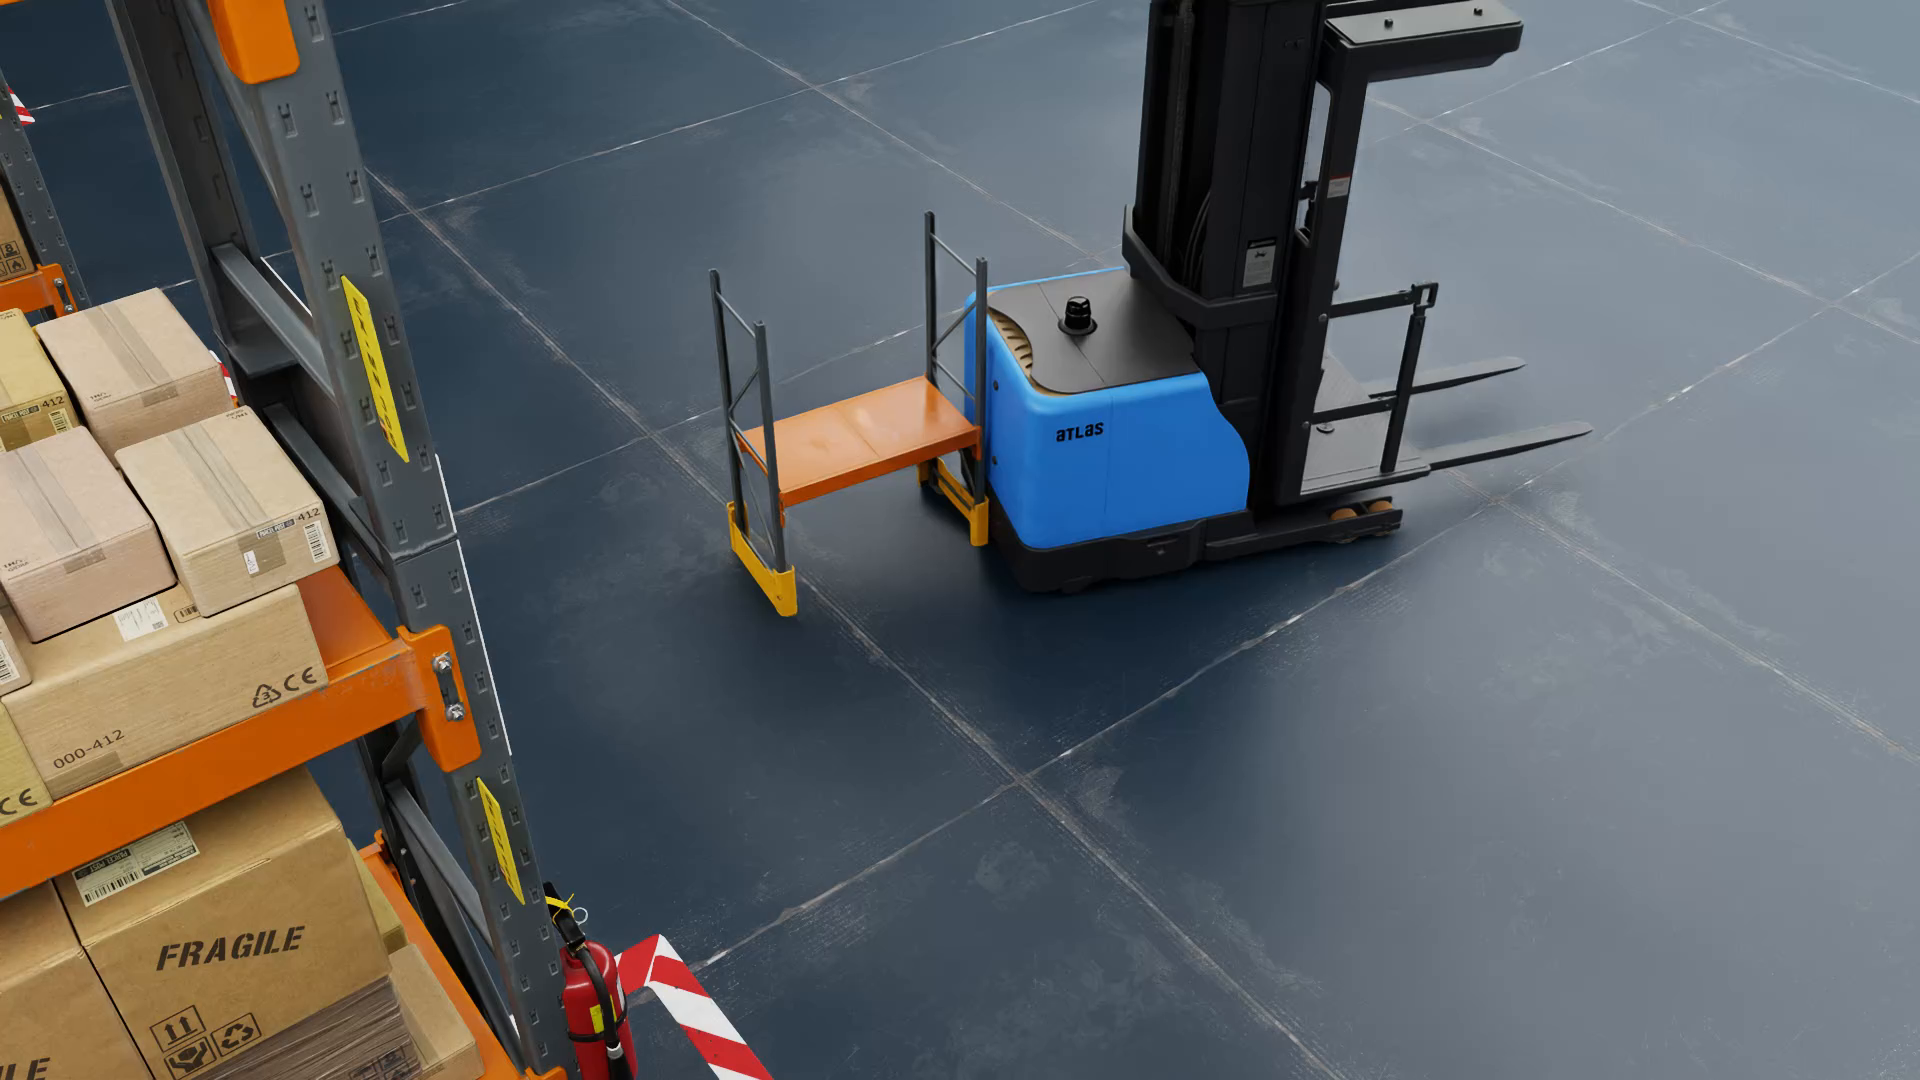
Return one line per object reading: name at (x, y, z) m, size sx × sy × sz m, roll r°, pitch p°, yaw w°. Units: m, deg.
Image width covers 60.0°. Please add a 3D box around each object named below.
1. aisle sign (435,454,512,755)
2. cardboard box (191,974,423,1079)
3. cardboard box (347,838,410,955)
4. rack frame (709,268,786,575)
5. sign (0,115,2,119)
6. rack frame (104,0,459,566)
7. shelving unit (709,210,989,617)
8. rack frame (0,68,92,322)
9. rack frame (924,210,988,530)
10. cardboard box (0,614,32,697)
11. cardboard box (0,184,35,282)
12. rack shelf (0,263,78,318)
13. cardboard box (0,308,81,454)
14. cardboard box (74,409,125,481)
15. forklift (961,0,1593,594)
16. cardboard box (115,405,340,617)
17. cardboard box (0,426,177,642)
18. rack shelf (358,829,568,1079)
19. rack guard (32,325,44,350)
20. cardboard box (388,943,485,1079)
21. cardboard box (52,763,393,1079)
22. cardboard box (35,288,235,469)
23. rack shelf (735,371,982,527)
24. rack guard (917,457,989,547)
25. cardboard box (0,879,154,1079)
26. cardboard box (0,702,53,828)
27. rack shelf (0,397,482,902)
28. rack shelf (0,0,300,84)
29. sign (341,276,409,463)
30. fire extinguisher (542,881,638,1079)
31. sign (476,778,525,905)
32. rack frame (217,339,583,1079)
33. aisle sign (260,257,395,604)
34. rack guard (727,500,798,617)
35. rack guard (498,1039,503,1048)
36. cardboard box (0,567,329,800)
aisle sign at (-1.074, 0.053, 3.404) m, size 0.004 × 0.787 × 0.394 m, roll -26°, pitch 46°, yaw -28°
cardboard box at (-1.759, 0.977, 4.014) m, size 0.500 × 0.500 × 0.875 m, roll -26°, pitch 46°, yaw -28°
cardboard box at (-1.677, 1.019, 4.474) m, size 0.250 × 0.149 × 0.380 m, roll -26°, pitch 46°, yaw -28°
rack frame at (-0.905, -0.404, 7.194) m, size 0.032 × 1.500 × 0.500 m, roll -20°, pitch 43°, yaw -22°
sign at (-3.929, -1.863, 6.689) m, size 0.005 × 0.325 × 0.100 m, roll -26°, pitch 46°, yaw -28°
rack frame at (-1.306, -1.388, 2.480) m, size 0.127 × 3.000 × 1.000 m, roll -26°, pitch 46°, yaw -28°
shelving unit at (-0.470, -0.560, 7.384) m, size 1.083 × 1.500 × 0.587 m, roll -20°, pitch 43°, yaw -22°
rack frame at (-4.248, -1.602, 7.471) m, size 0.127 × 3.000 × 1.000 m, roll -26°, pitch 46°, yaw -28°
rack frame at (-0.020, -0.722, 7.581) m, size 0.032 × 1.500 × 0.500 m, roll -20°, pitch 43°, yaw -22°
cardboard box at (-1.764, 0.142, 2.784) m, size 0.250 × 0.149 × 0.380 m, roll -28°, pitch 47°, yaw -30°
cardboard box at (-4.515, -1.494, 7.221) m, size 0.550 × 0.550 × 0.875 m, roll -26°, pitch 46°, yaw -28°
rack shelf at (-5.834, -0.551, 6.757) m, size 4.000 × 0.370 × 1.077 m, roll -26°, pitch 46°, yaw -28°
cardboard box at (-1.930, -0.283, 3.302) m, size 0.250 × 0.149 × 0.380 m, roll -25°, pitch 45°, yaw -27°
cardboard box at (-1.846, -0.114, 3.411) m, size 0.500 × 0.250 × 0.500 m, roll -25°, pitch 45°, yaw -27°
forklift at (1.581, -1.426, 7.311) m, size 3.031 × 2.935 × 1.130 m, roll -11°, pitch 41°, yaw -13°
cardboard box at (-1.336, -0.060, 3.030) m, size 0.250 × 0.149 × 0.380 m, roll -26°, pitch 46°, yaw -28°
cardboard box at (-1.614, -0.018, 2.980) m, size 0.250 × 0.149 × 0.380 m, roll -28°, pitch 47°, yaw -29°
rack shelf at (-2.892, 1.983, 3.669) m, size 4.000 × 0.370 × 1.077 m, roll -26°, pitch 46°, yaw -28°
rack guard at (-4.229, -0.645, 8.275) m, size 0.348 × 0.500 × 1.175 m, roll -26°, pitch 46°, yaw -28°
cardboard box at (-1.406, 1.243, 4.202) m, size 0.250 × 0.149 × 0.380 m, roll -26°, pitch 46°, yaw -28°
cardboard box at (-1.592, 0.728, 3.529) m, size 0.500 × 0.500 × 0.500 m, roll -26°, pitch 46°, yaw -28°
cardboard box at (-1.665, -0.334, 3.365) m, size 0.250 × 0.149 × 0.380 m, roll -26°, pitch 46°, yaw -28°
rack shelf at (-0.462, -0.424, 7.502) m, size 1.000 × 0.185 × 0.538 m, roll -20°, pitch 43°, yaw -22°
rack guard at (-0.037, -0.233, 7.970) m, size 0.087 × 0.250 × 0.587 m, roll -20°, pitch 43°, yaw -22°
cardboard box at (-1.985, 0.924, 3.290) m, size 0.500 × 0.500 × 0.500 m, roll -26°, pitch 46°, yaw -28°
cardboard box at (-1.928, 0.338, 2.859) m, size 0.500 × 0.250 × 0.500 m, roll -26°, pitch 46°, yaw -28°
rack shelf at (-2.892, 0.823, 2.717) m, size 4.000 × 0.370 × 1.077 m, roll -26°, pitch 46°, yaw -28°
rack shelf at (-2.892, -0.335, 1.767) m, size 4.000 × 0.370 × 1.077 m, roll -26°, pitch 46°, yaw -28°
sign at (-0.984, -0.284, 2.801) m, size 0.005 × 0.325 × 0.100 m, roll -26°, pitch 46°, yaw -28°
fire extinguisher at (-0.934, 1.149, 4.179) m, size 0.183 × 0.674 × 0.296 m, roll -26°, pitch 46°, yaw -28°
sign at (-0.984, 0.649, 3.566) m, size 0.005 × 0.325 × 0.100 m, roll -26°, pitch 46°, yaw -28°
rack frame at (-1.306, 0.932, 4.383) m, size 0.127 × 3.000 × 1.000 m, roll -26°, pitch 46°, yaw -28°
aisle sign at (-1.440, -0.248, 3.771) m, size 0.004 × 0.787 × 0.394 m, roll -26°, pitch 46°, yaw -28°
rack guard at (-0.904, 0.078, 7.591) m, size 0.087 × 0.250 × 0.587 m, roll -20°, pitch 43°, yaw -22°
rack guard at (-1.366, 1.927, 5.140) m, size 0.348 × 0.500 × 1.175 m, roll -26°, pitch 46°, yaw -28°
cardboard box at (-1.534, 0.144, 3.096) m, size 0.500 × 0.250 × 0.500 m, roll -25°, pitch 45°, yaw -27°
